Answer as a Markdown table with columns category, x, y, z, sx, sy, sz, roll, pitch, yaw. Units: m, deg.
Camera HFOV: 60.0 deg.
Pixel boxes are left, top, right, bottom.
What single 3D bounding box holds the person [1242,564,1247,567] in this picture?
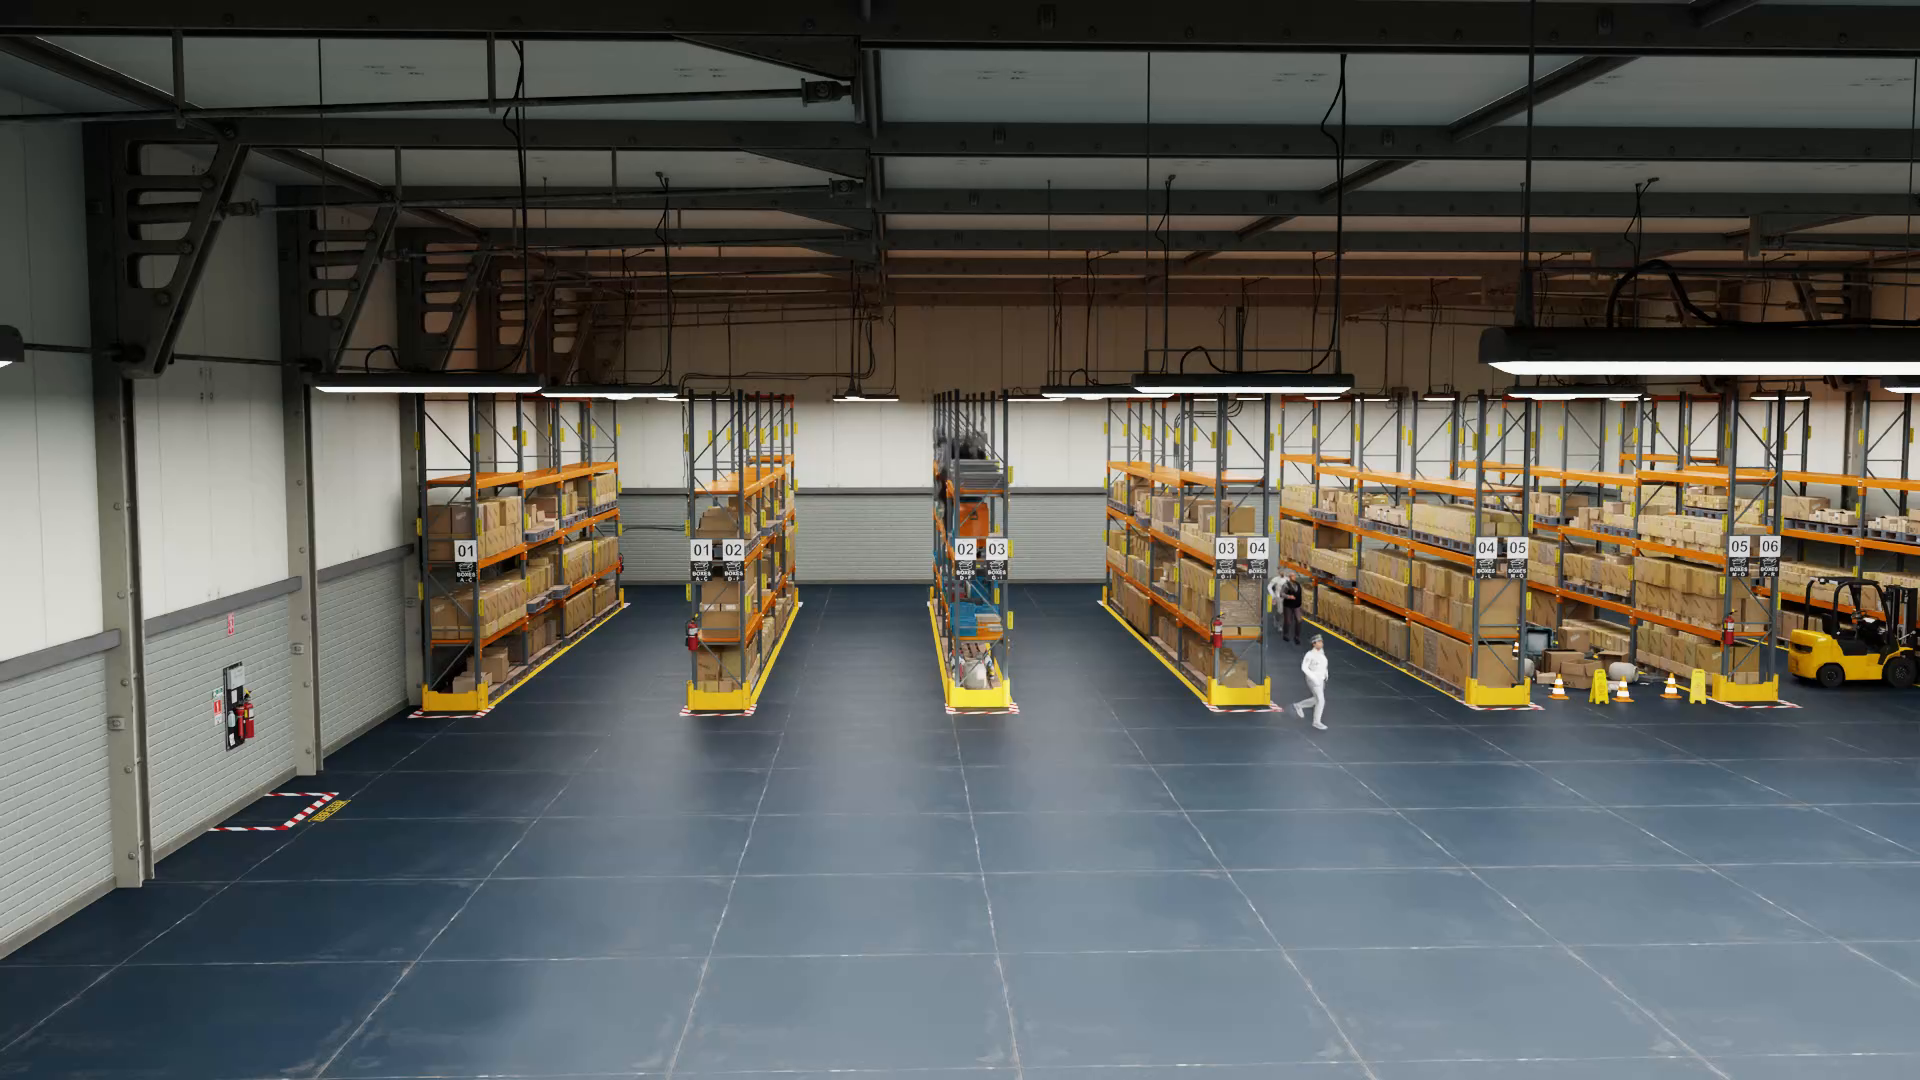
| category | x | y | z | sx | sy | sz | roll | pitch | yaw |
| --- | --- | --- | --- | --- | --- | --- | --- | --- | --- |
| person | 7.966 | 1.142 | 45.985 | 0.690 | 1.804 | 0.646 | 0 | 5 | 2 |

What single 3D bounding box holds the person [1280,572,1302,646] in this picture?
| category | x | y | z | sx | sy | sz | roll | pitch | yaw |
| --- | --- | --- | --- | --- | --- | --- | --- | --- | --- |
| person | 7.911 | 1.641 | 39.655 | 0.642 | 1.769 | 0.753 | -1 | 5 | -10 |

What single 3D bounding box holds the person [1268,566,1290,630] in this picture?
| category | x | y | z | sx | sy | sz | roll | pitch | yaw |
| --- | --- | --- | --- | --- | --- | --- | --- | --- | --- |
| person | 8.121 | 1.471 | 41.955 | 0.600 | 1.652 | 0.548 | -1 | 5 | -7 |

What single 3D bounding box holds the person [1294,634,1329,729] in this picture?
| category | x | y | z | sx | sy | sz | roll | pitch | yaw |
| --- | --- | --- | --- | --- | --- | --- | --- | --- | --- |
| person | 6.237 | 2.489 | 29.547 | 0.673 | 1.690 | 0.621 | 4 | 6 | 43 |
